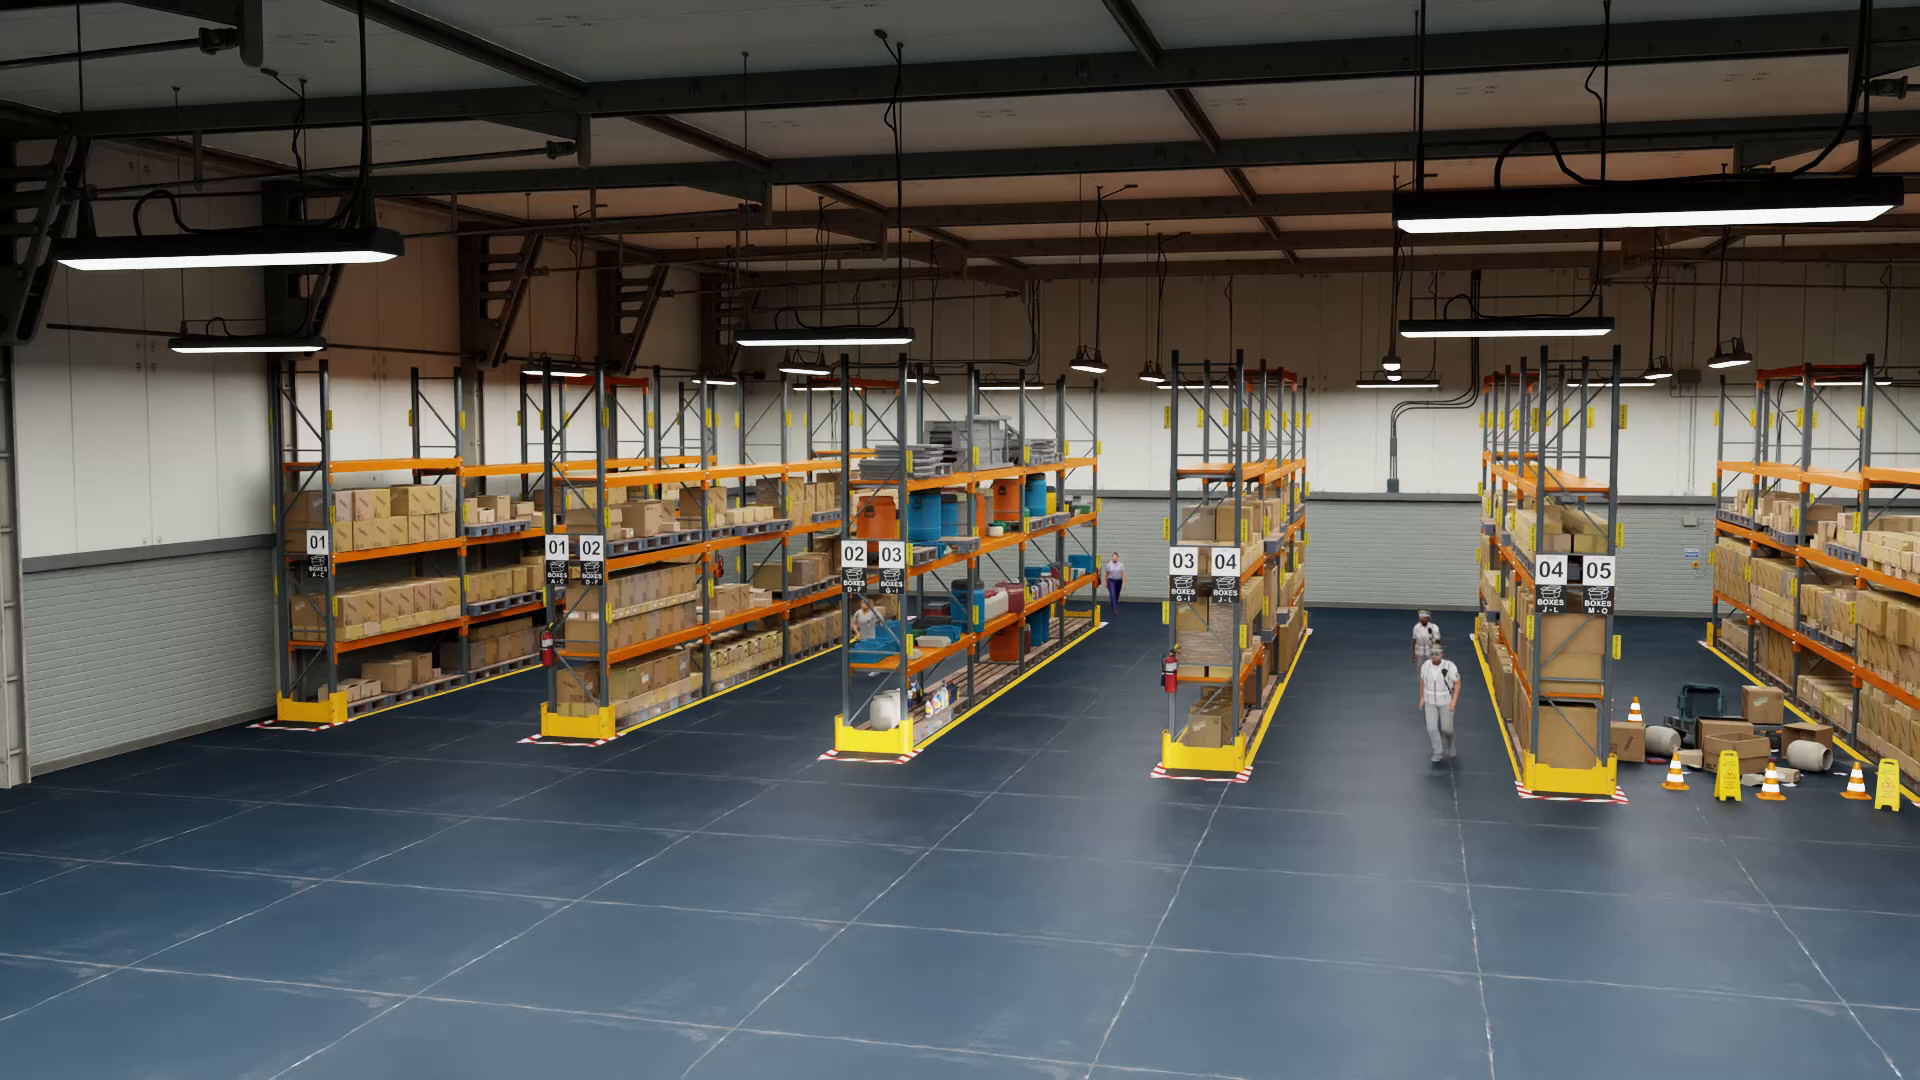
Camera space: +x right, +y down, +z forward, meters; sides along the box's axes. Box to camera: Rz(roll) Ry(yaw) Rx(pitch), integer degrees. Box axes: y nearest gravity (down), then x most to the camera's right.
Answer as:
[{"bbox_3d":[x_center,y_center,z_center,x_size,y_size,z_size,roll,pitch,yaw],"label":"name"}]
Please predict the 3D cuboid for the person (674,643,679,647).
[{"bbox_3d":[-5.997,1.673,33.874,0.581,1.775,0.542,2,5,27],"label":"person"}]

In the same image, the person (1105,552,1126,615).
[{"bbox_3d":[3.999,1.106,42.859,0.485,1.580,1.083,-1,4,-13],"label":"person"}]

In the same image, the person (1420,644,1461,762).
[{"bbox_3d":[7.107,2.375,24.566,0.600,1.742,0.615,2,5,31],"label":"person"}]

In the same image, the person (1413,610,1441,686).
[{"bbox_3d":[8.335,2.052,29.663,0.502,1.656,0.563,2,5,26],"label":"person"}]

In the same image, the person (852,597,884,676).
[{"bbox_3d":[-1.781,1.884,32.398,0.546,1.586,0.711,2,5,27],"label":"person"}]
